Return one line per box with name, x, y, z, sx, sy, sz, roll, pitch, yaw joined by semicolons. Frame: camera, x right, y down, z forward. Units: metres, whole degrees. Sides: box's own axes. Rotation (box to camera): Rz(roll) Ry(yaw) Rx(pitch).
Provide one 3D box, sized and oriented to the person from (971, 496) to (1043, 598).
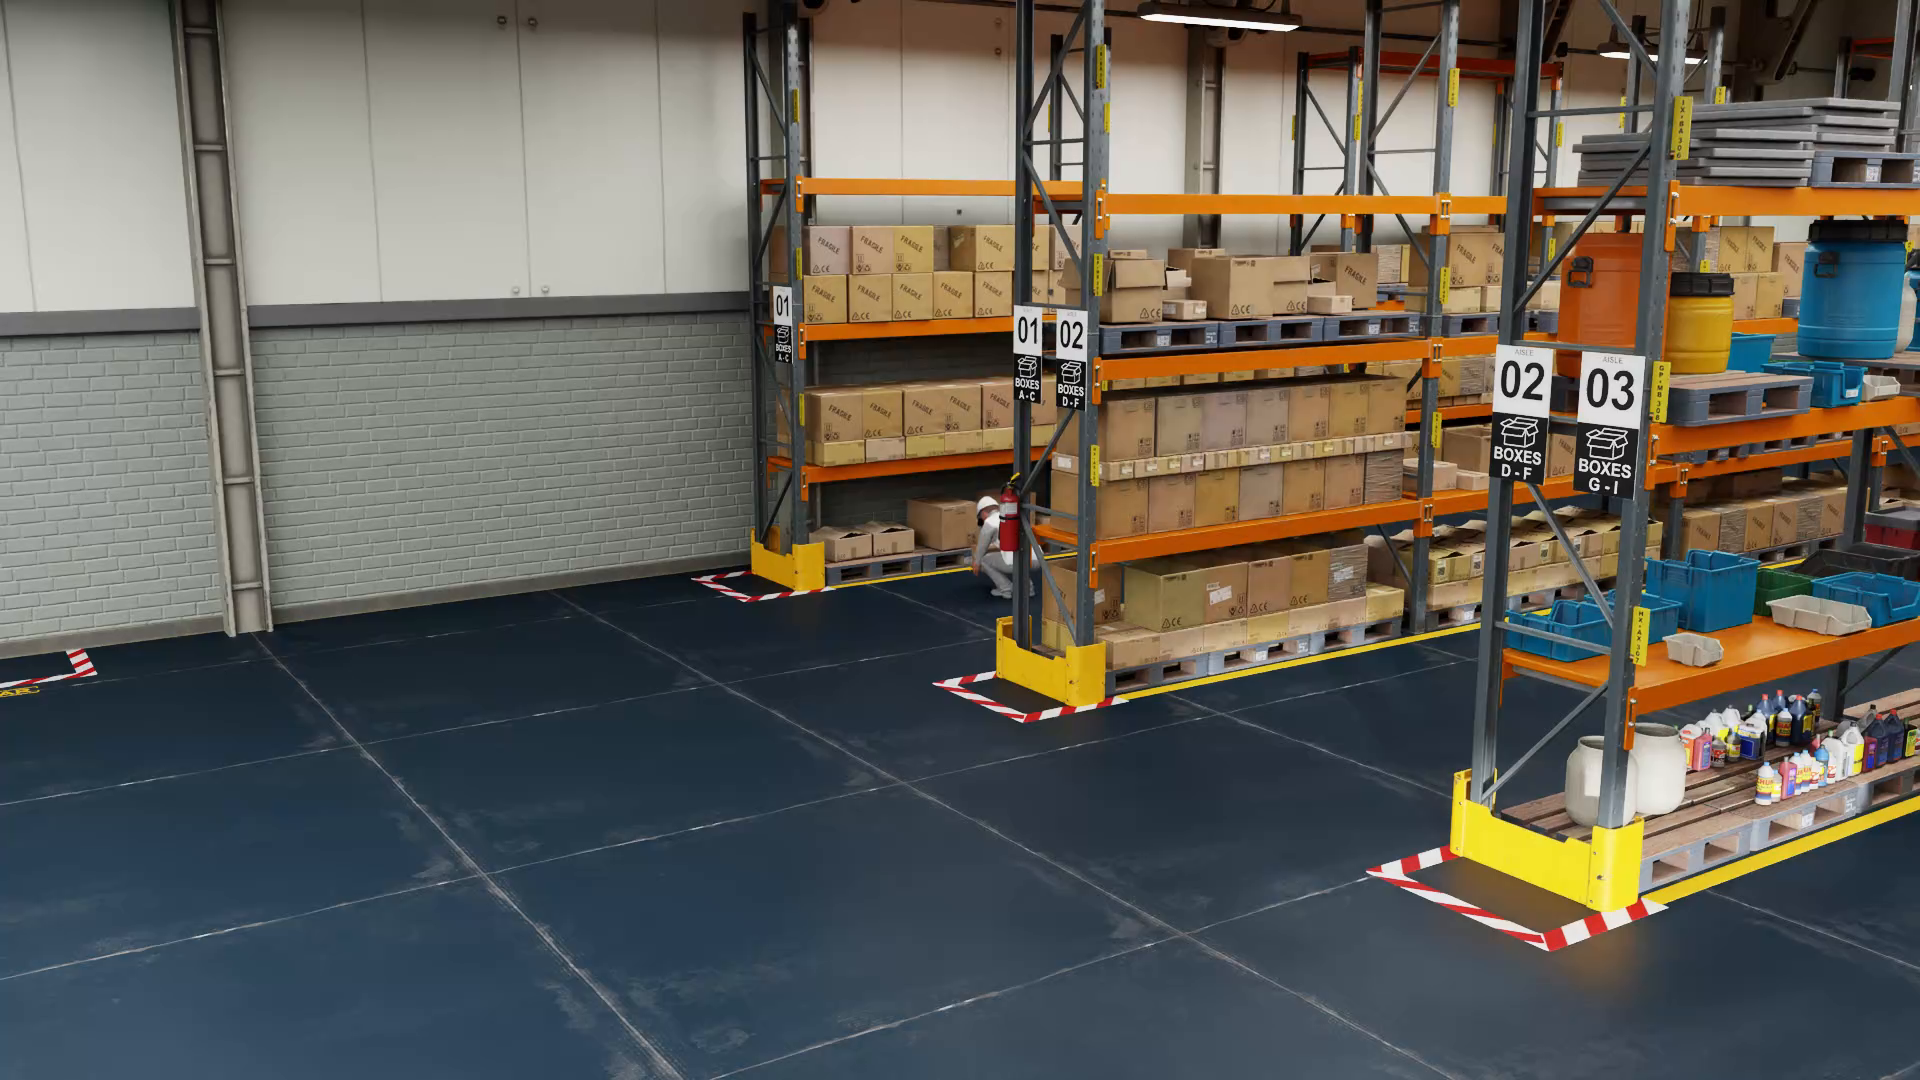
person;0.483;0.075;17.495;0.526;1.011;0.878;-8;13;-34
